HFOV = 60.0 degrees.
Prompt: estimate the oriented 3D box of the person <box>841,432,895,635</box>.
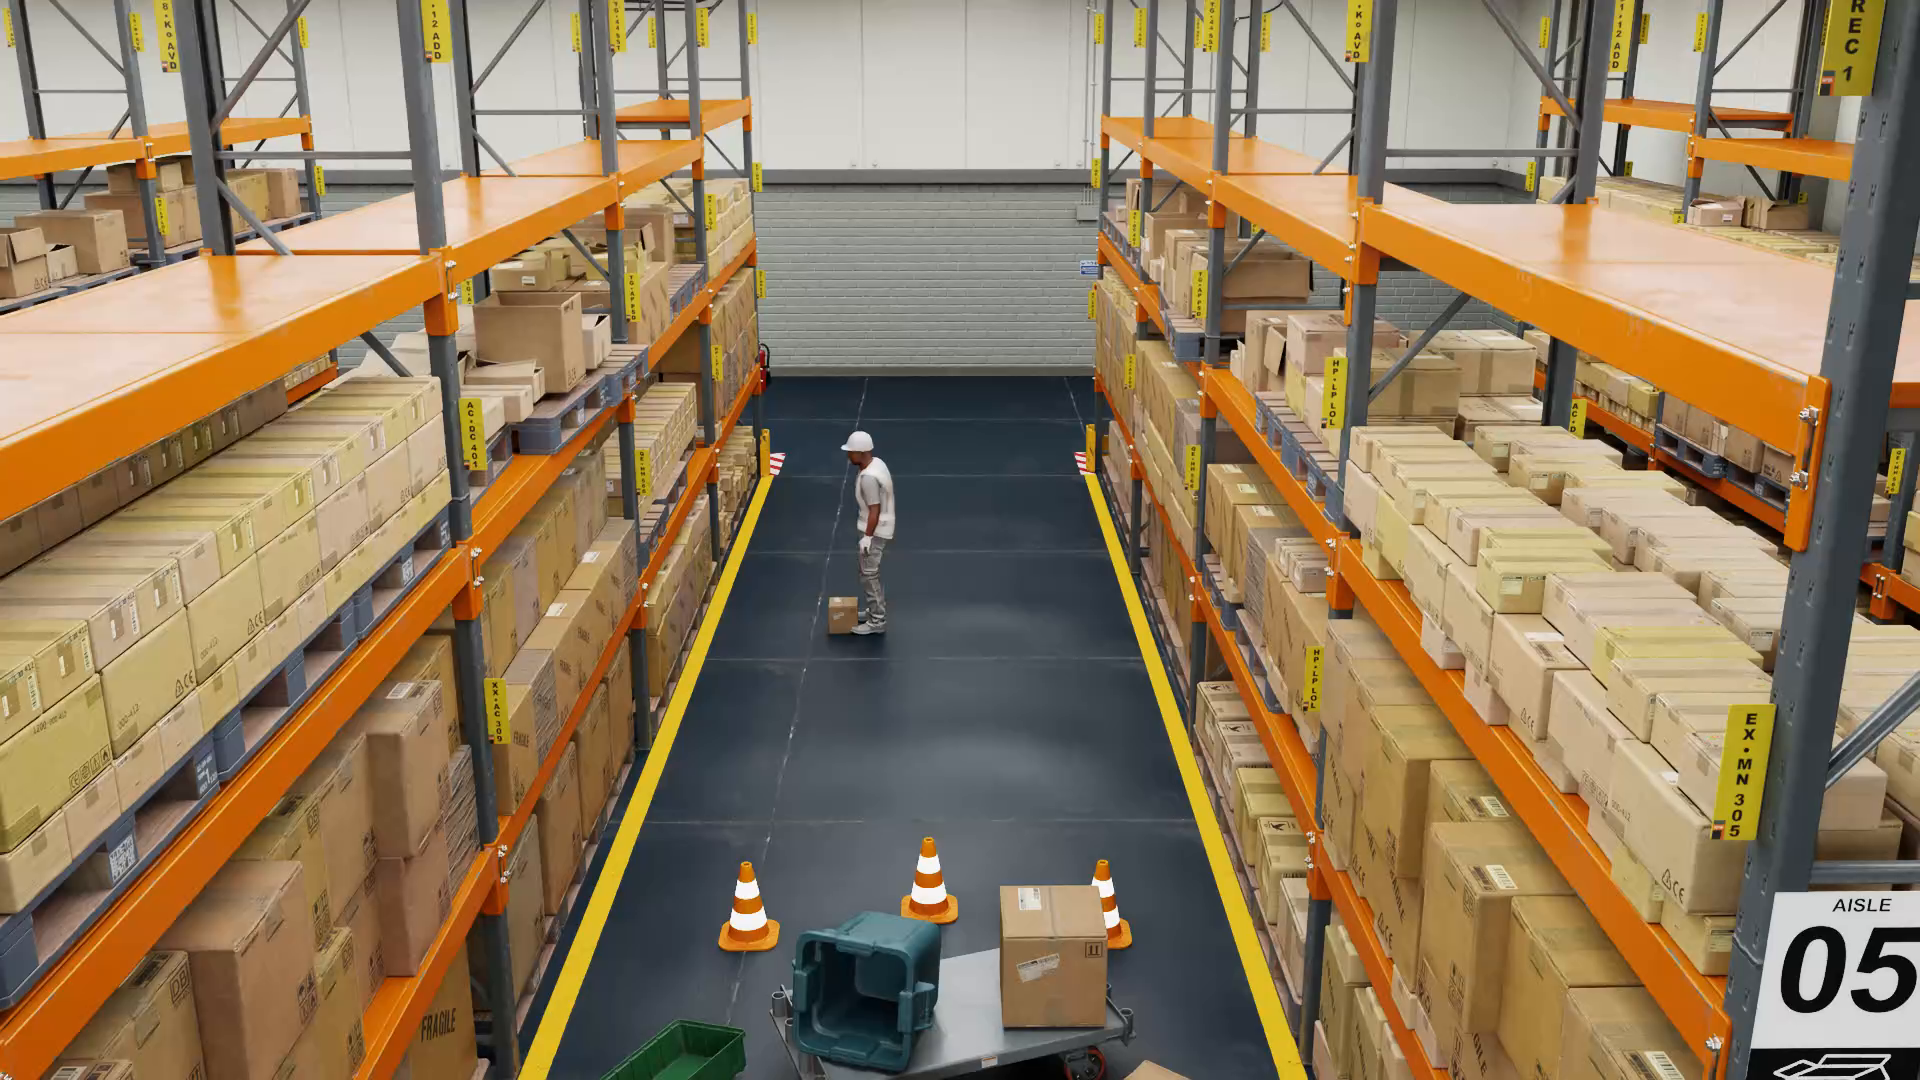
[{"bbox_3d":[-0.784,-0.075,14.364,0.449,1.773,0.614,-1,17,-2],"label":"person"}]
